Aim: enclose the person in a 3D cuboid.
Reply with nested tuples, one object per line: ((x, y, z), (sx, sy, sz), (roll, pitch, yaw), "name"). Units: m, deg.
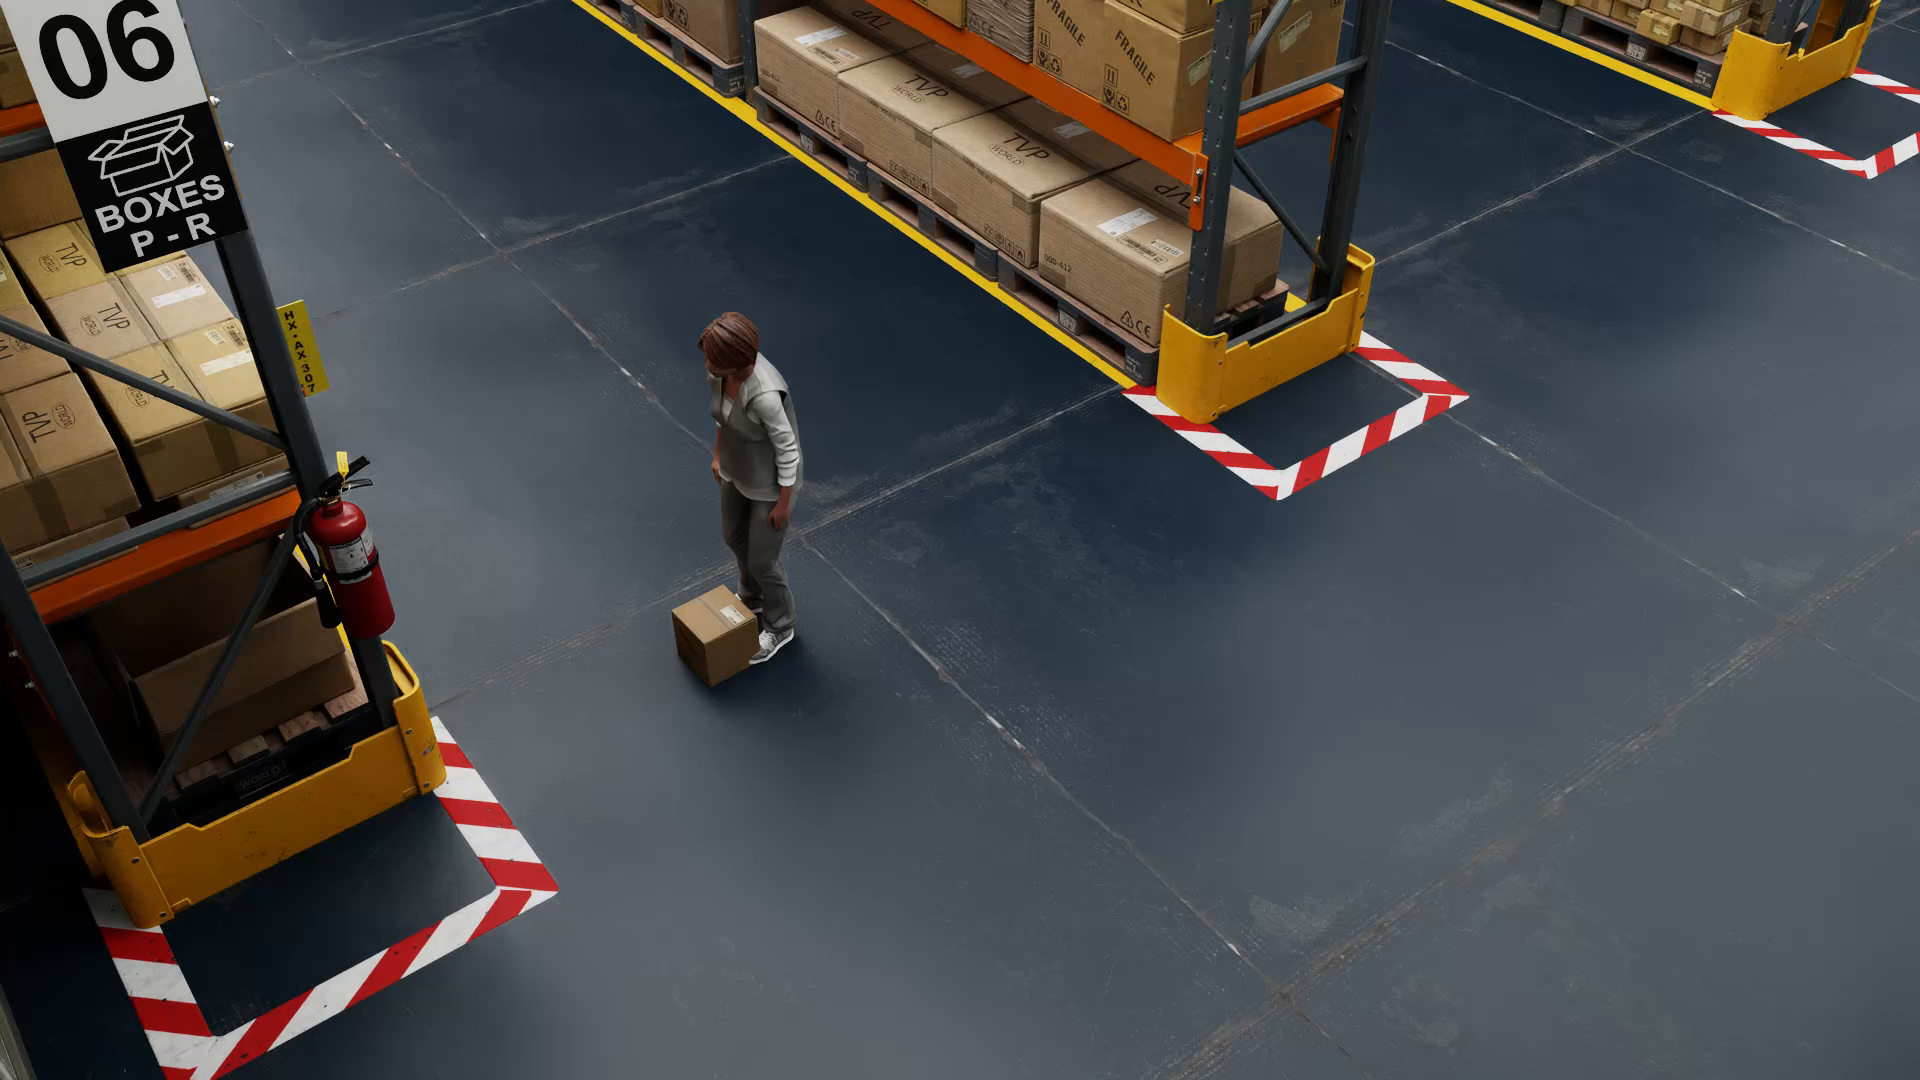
((-0.807, -0.216, 6.416), (0.377, 1.592, 0.477), (-29, 49, -30), "person")
